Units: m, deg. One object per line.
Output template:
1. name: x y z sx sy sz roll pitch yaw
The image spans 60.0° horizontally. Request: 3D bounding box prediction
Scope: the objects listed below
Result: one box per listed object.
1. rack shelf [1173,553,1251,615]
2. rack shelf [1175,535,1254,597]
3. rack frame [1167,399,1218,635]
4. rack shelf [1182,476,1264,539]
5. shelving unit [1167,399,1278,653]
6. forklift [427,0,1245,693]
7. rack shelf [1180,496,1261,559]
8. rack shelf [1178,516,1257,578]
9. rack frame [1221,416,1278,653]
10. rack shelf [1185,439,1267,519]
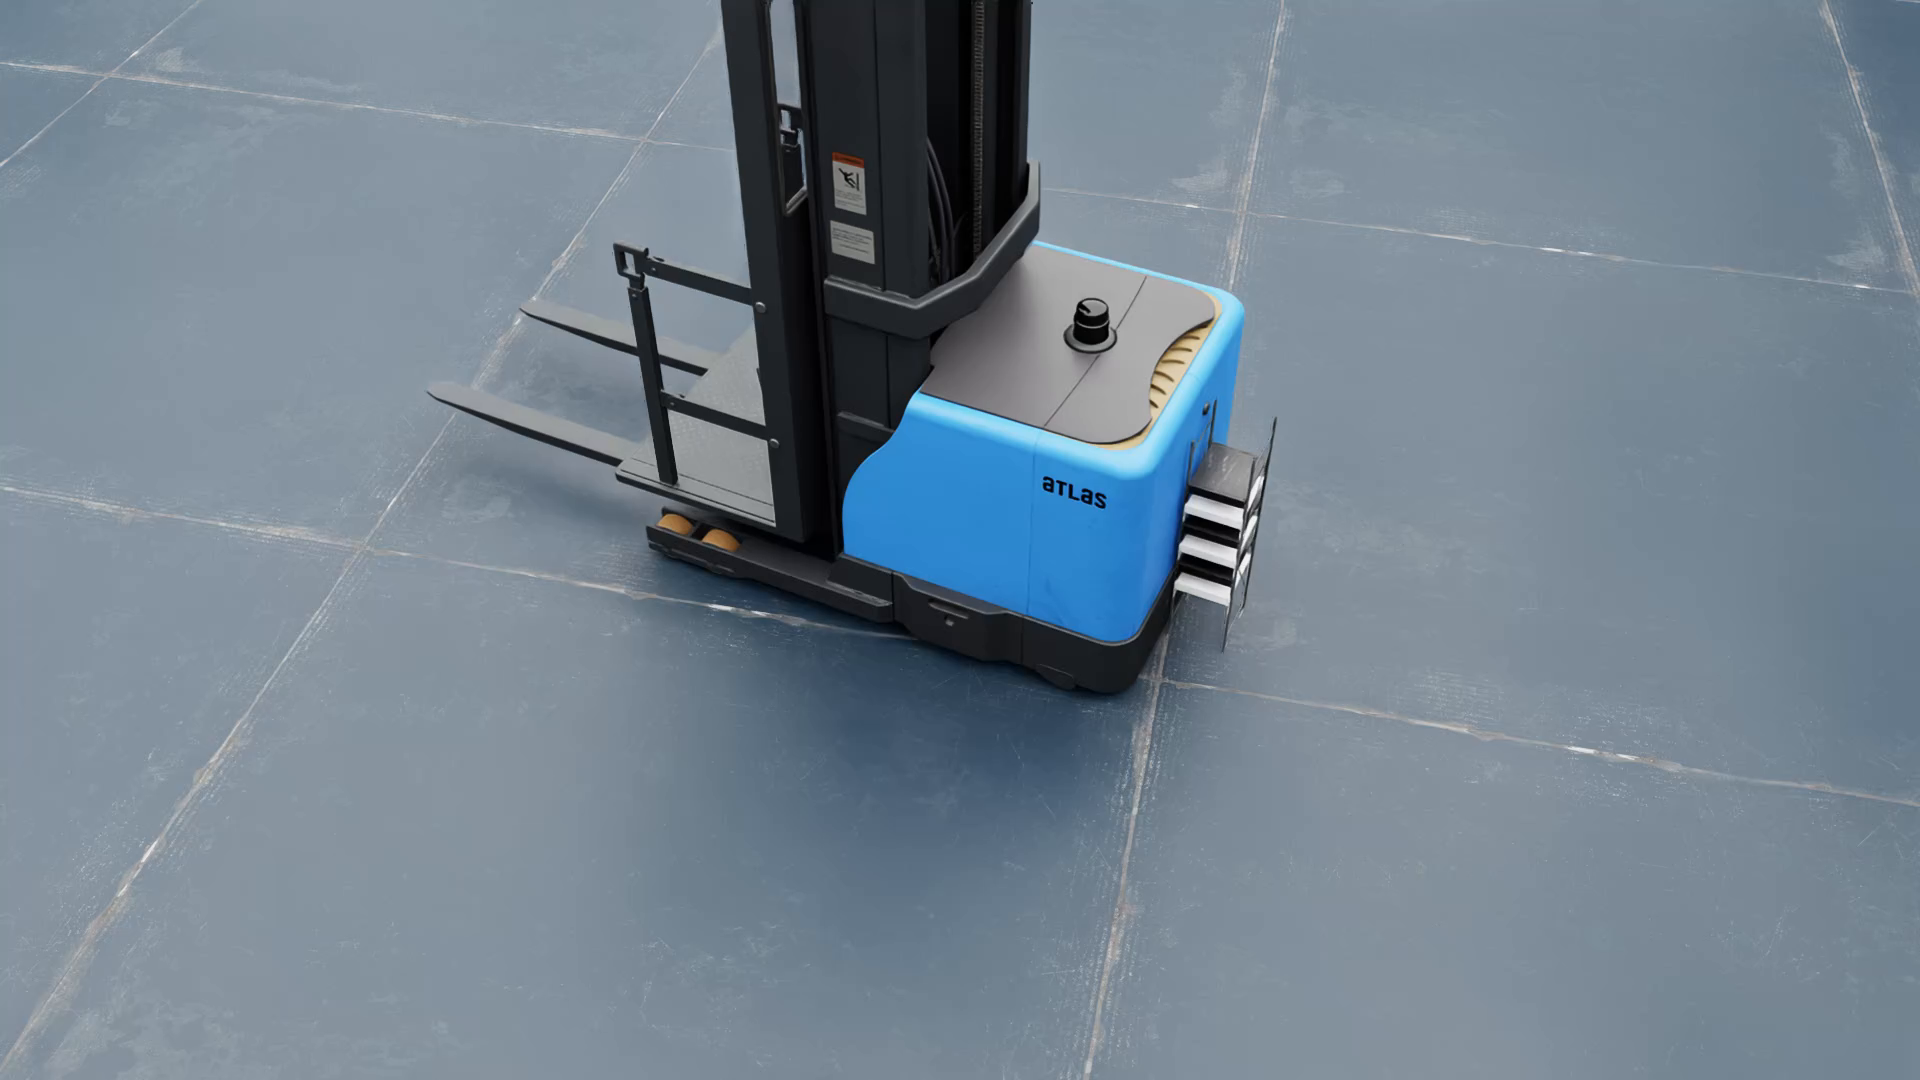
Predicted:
1. rack shelf: 0.880 0.122 5.782 0.200 0.077 0.258 18 47 18
2. rack shelf: 0.880 0.057 5.720 0.200 0.077 0.258 18 47 18
3. rack frame: 0.788 -0.062 5.666 0.006 0.900 0.240 18 47 18
4. rack shelf: 0.880 -0.137 5.532 0.200 0.077 0.258 18 47 18
5. shelving unit: 0.880 -0.032 5.634 0.210 0.900 0.258 18 47 18
6. forklift: -0.590 -1.241 5.426 3.031 2.935 1.130 18 47 18
7. rack shelf: 0.880 -0.073 5.595 0.200 0.077 0.258 18 47 18
8. rack shelf: 0.880 -0.008 5.657 0.200 0.077 0.258 18 47 18
9. rack frame: 0.972 -0.002 5.603 0.006 0.900 0.240 18 47 18
10. rack shelf: 0.880 -0.202 5.470 0.200 0.077 0.258 18 47 18
